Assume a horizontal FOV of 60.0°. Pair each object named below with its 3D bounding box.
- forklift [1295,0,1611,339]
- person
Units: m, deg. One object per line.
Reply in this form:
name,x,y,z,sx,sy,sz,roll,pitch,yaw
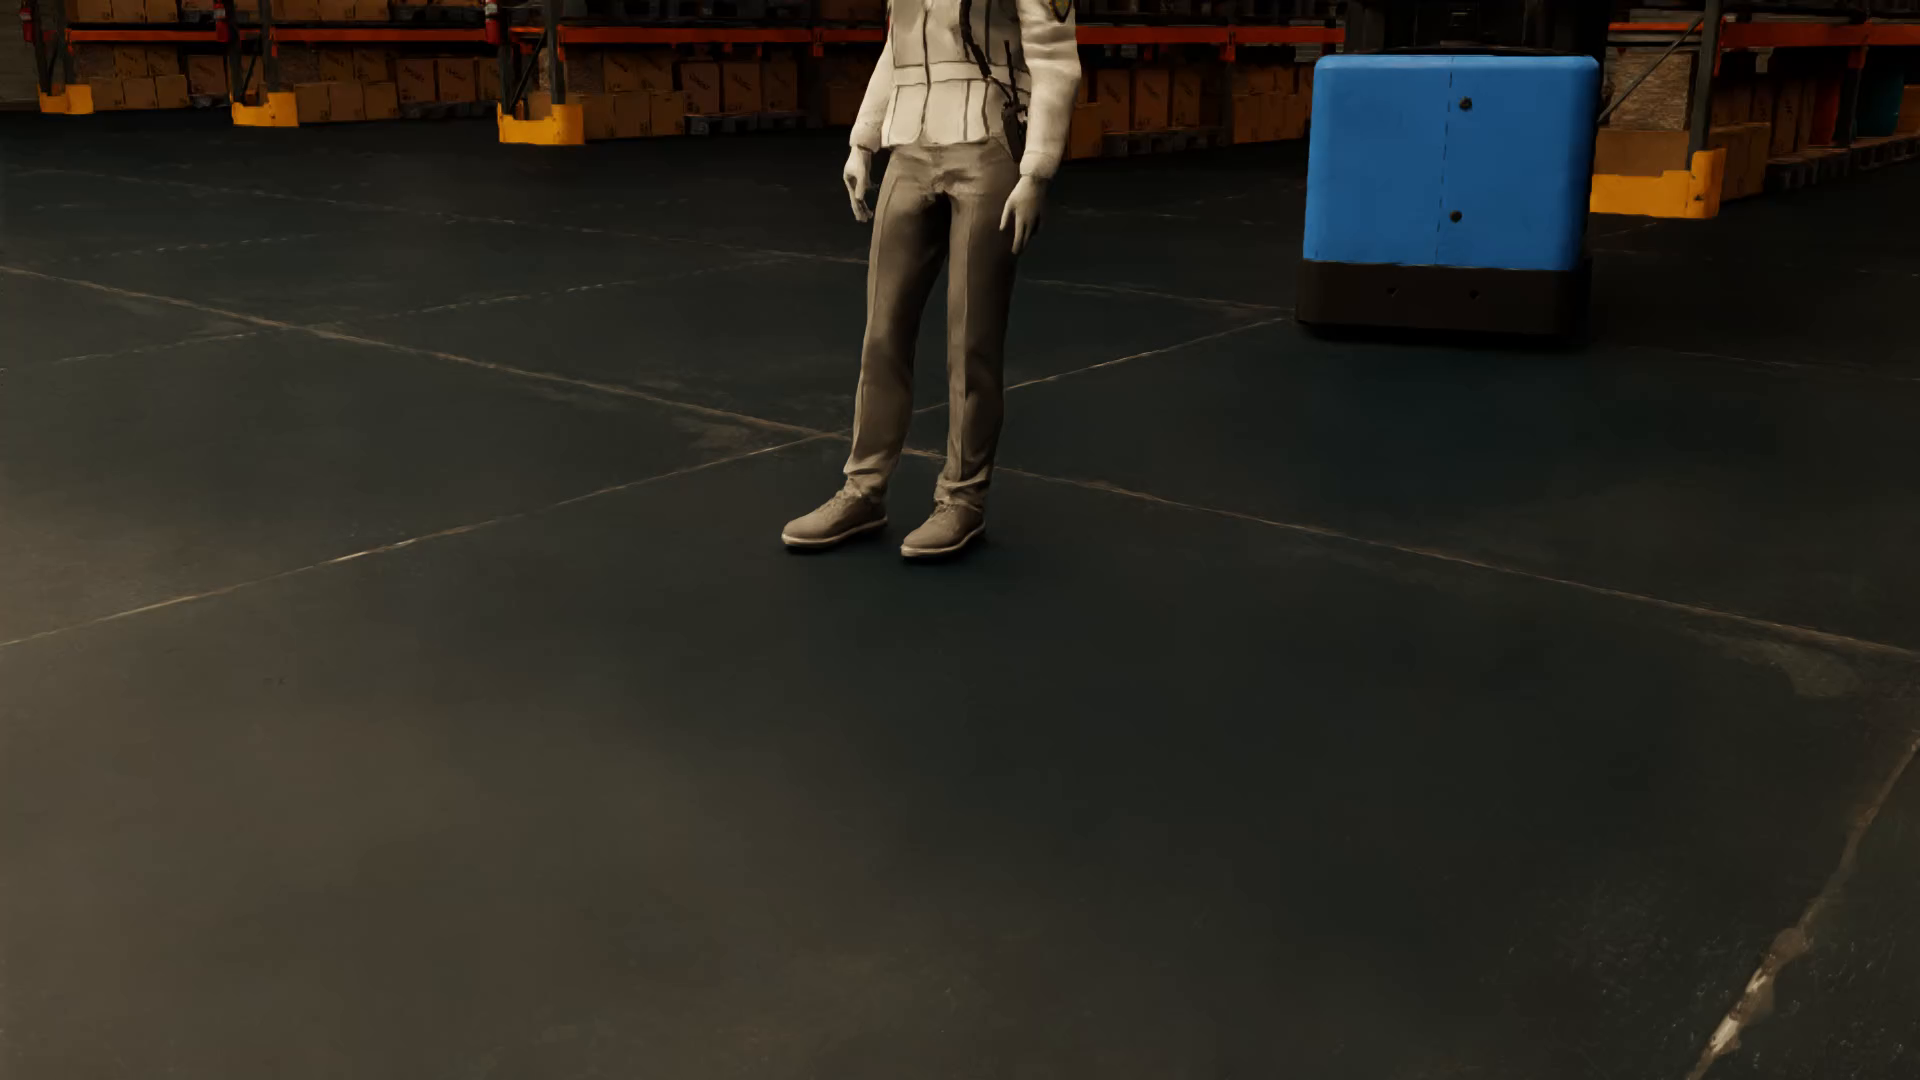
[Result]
forklift,2.301,-2.555,7.312,1.130,2.935,3.031,6,18,19
person,-0.048,-0.804,3.648,0.586,1.695,0.532,13,21,37
